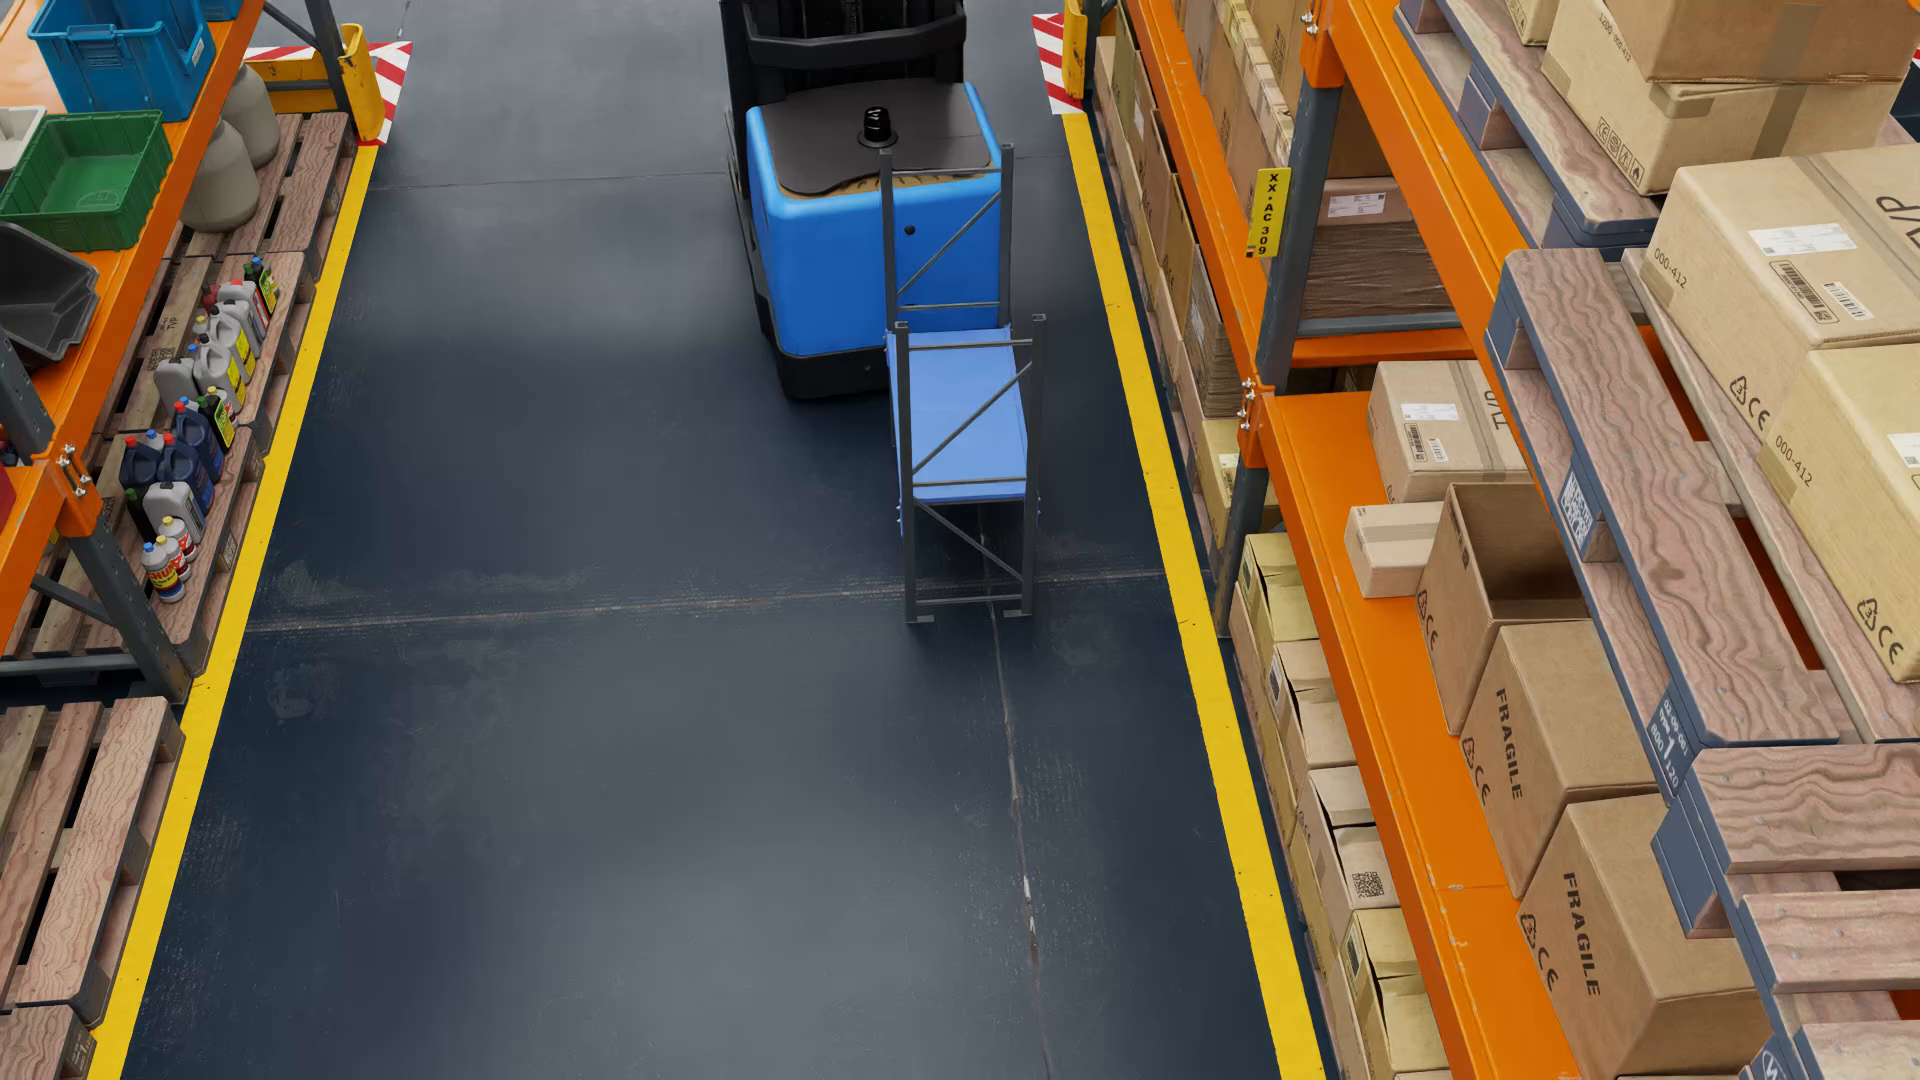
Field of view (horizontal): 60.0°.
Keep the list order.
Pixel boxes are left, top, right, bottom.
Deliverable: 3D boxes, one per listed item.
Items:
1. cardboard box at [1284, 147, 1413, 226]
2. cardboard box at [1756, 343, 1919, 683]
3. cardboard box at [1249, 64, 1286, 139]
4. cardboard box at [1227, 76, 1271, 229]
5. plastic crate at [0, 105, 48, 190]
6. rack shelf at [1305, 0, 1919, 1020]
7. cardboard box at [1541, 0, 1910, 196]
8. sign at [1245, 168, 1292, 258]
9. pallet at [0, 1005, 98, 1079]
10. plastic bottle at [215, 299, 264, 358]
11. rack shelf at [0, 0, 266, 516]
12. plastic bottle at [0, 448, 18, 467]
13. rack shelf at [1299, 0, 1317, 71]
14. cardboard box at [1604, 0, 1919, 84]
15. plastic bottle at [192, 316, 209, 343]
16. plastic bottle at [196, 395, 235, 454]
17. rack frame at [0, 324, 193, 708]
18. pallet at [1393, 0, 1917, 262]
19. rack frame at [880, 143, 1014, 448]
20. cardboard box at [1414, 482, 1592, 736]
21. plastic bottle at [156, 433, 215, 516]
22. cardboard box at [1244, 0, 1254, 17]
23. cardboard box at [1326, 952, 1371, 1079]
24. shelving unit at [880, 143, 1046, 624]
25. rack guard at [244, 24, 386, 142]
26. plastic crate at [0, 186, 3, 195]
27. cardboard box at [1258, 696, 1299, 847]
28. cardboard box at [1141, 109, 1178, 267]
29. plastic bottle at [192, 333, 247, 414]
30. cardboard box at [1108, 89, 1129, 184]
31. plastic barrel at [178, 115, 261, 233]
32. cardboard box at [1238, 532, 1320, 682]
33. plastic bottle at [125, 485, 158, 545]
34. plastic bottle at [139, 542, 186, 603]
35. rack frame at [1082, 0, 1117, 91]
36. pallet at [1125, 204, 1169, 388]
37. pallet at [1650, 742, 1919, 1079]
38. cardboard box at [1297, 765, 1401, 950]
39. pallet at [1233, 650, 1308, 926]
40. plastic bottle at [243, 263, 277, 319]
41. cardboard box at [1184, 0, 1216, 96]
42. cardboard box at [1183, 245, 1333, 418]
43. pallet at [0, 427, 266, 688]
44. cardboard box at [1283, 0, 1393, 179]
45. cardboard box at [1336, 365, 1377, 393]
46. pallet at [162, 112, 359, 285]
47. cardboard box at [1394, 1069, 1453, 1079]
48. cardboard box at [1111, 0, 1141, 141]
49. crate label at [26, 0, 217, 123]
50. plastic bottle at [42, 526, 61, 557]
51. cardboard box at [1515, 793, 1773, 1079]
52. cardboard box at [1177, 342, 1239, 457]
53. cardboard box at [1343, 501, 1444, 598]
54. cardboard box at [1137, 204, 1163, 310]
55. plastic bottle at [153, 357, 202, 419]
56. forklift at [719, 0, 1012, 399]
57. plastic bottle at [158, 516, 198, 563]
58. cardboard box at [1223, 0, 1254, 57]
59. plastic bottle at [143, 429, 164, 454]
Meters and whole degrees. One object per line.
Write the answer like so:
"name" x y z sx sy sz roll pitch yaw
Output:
"cardboard box" 1.265 -1.156 5.400 0.380 0.149 0.250 -4 47 -3
"cardboard box" 1.644 -0.063 2.628 0.500 0.250 0.500 -4 47 -4
"cardboard box" 1.222 -1.524 5.749 0.380 0.149 0.250 -5 47 -4
"cardboard box" 1.407 -1.451 6.126 0.700 0.500 0.500 -4 47 -4
"plastic crate" -3.823 -1.485 6.409 0.530 0.136 0.437 -3 47 -3
"rack shelf" 1.669 -0.052 3.299 1.077 0.370 4.000 -3 47 -3
"cardboard box" 1.592 -0.995 3.511 0.500 0.250 0.500 -8 47 -7
"sign" 0.948 -1.005 5.121 0.100 0.325 0.005 -3 47 -3
"pallet" -3.225 1.993 4.854 1.003 0.211 1.213 -3 47 -3
"plastic bottle" -3.174 -0.939 7.282 0.152 0.276 0.135 -5 47 -4
"rack shelf" -3.602 -1.616 6.847 1.077 0.370 4.000 -3 47 -3
"plastic bottle" -3.792 -0.244 6.573 0.144 0.351 0.185 -6 47 -5
"rack shelf" 1.334 -2.946 6.040 1.077 0.370 4.000 -3 47 -3
"cardboard box" 1.584 -1.238 3.224 0.500 0.500 0.500 1 47 1
"plastic bottle" -3.297 -0.892 7.290 0.097 0.201 0.097 0 47 0
"plastic bottle" -3.077 -0.501 6.863 0.061 0.283 0.133 -2 47 -2
"rack frame" -3.435 -0.416 5.215 1.000 3.000 0.127 -3 47 -3
"pallet" 1.588 -1.043 3.874 0.805 0.209 1.217 -5 47 -5
"rack frame" -0.050 -0.945 6.749 0.500 1.500 0.032 -3 47 -3
"cardboard box" 1.593 0.189 4.573 0.500 0.500 0.500 0 47 0
"plastic bottle" -3.089 -0.266 6.594 0.144 0.351 0.185 -2 47 -2
"cardboard box" 1.373 -2.244 5.983 0.700 0.500 0.500 -4 47 -3
"cardboard box" 1.417 1.506 4.999 0.500 0.250 0.500 -3 47 -3
"shelving unit" -0.007 -0.577 6.400 0.538 1.500 1.048 -3 47 -3
"rack guard" -3.717 -2.399 8.814 1.175 0.500 0.348 -3 47 -3
"plastic crate" -3.798 -1.149 6.012 0.499 0.251 0.616 -3 47 -3
"cardboard box" 1.330 0.763 5.702 0.500 0.250 0.500 -2 47 -2
"cardboard box" 1.113 -1.579 7.404 0.500 0.500 0.500 -3 47 -3
"plastic bottle" -3.140 -0.710 7.015 0.144 0.351 0.185 -4 47 -4
"cardboard box" 1.035 -2.045 8.362 0.500 0.250 0.500 -3 47 -3
"plastic barrel" -3.597 -1.765 7.917 0.421 0.512 0.421 0 47 0
"cardboard box" 1.288 0.208 5.842 0.500 0.311 0.500 -3 47 -3
"plastic bottle" -3.185 -0.116 6.498 0.061 0.283 0.133 -3 47 -3
"plastic bottle" -3.025 0.113 6.289 0.097 0.271 0.097 0 47 0
"rack frame" 1.166 -3.609 8.238 1.000 3.000 0.127 -3 47 -3
"pallet" 1.371 -1.219 7.895 1.003 0.211 1.213 -3 47 -3
"pallet" 1.690 0.727 2.196 1.213 0.211 1.003 -2 47 -1
"cardboard box" 1.369 0.945 5.144 0.500 0.311 0.500 -5 47 -5
"pallet" 1.602 0.775 6.007 1.003 0.211 1.213 -3 47 -3
"plastic bottle" -3.151 -1.142 7.470 0.061 0.283 0.133 -2 47 -2
"cardboard box" 1.325 -2.185 6.821 0.700 0.500 0.500 -2 47 -2
"cardboard box" 1.214 -0.856 6.720 0.500 0.500 0.500 -3 47 -3
"pallet" -3.450 0.054 6.690 1.003 0.211 1.213 -3 47 -3
"cardboard box" 1.458 -1.516 5.294 0.700 0.500 0.500 -3 47 -3
"cardboard box" 1.775 -0.526 6.407 0.500 0.500 0.500 -3 47 -3
"pallet" -3.654 -1.711 8.362 1.003 0.211 1.213 -3 47 -3
"cardboard box" 1.457 1.683 4.445 0.500 0.311 0.500 -4 47 -4
"cardboard box" 1.033 -2.302 8.089 0.500 0.500 0.500 -3 47 -3
"crate label" -3.346 -2.007 6.697 0.502 0.435 0.616 -3 47 -3
"plastic bottle" -3.632 -0.114 6.450 0.144 0.351 0.185 -3 47 -3
"cardboard box" 1.679 0.932 3.869 0.500 0.500 0.500 -6 47 -5
"cardboard box" 1.213 -0.598 6.992 0.500 0.250 0.500 -3 47 -3
"cardboard box" 1.372 0.025 4.970 0.380 0.149 0.250 -3 47 -3
"cardboard box" 1.114 -1.321 7.676 0.500 0.250 0.500 -3 47 -3
"plastic bottle" -3.286 -0.657 7.016 0.152 0.276 0.135 -3 47 -3
"forklift" -0.577 -2.722 7.446 1.130 2.935 3.031 -9 47 -8
"plastic bottle" -3.042 -0.010 6.454 0.097 0.201 0.097 0 47 0
"cardboard box" 1.182 -1.892 6.097 0.380 0.149 0.250 -4 47 -3
"plastic bottle" -3.221 -0.336 6.715 0.097 0.271 0.097 0 47 0
